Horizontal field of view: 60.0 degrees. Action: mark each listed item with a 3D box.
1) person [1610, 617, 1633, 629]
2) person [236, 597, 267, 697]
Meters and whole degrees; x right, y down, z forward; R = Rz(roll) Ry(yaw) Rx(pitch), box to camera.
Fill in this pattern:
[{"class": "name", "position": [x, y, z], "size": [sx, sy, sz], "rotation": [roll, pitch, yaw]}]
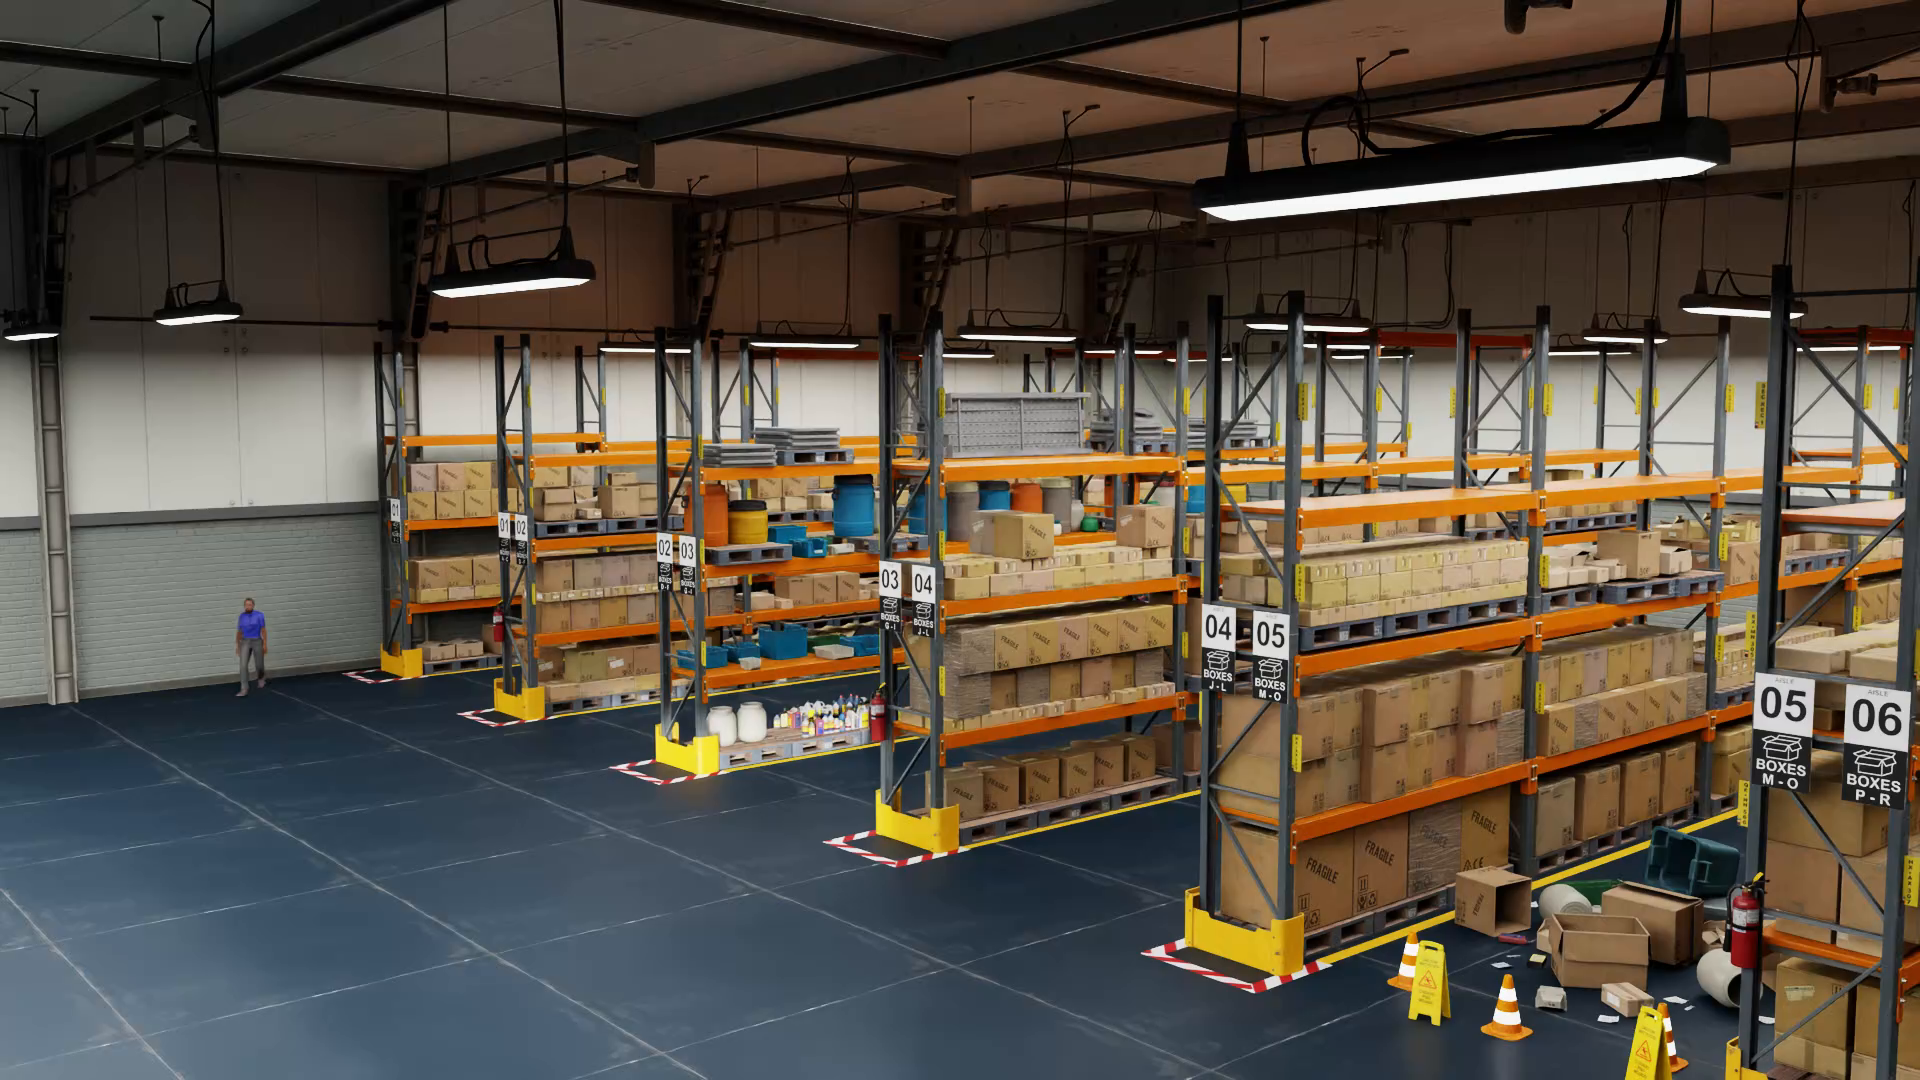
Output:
[{"class": "person", "position": [10.692, 1.916, 26.587], "size": [0.699, 1.666, 0.747], "rotation": [-3, 6, -32]}, {"class": "person", "position": [-11.975, 1.779, 28.112], "size": [0.512, 1.635, 0.771], "rotation": [-1, 5, -6]}]
